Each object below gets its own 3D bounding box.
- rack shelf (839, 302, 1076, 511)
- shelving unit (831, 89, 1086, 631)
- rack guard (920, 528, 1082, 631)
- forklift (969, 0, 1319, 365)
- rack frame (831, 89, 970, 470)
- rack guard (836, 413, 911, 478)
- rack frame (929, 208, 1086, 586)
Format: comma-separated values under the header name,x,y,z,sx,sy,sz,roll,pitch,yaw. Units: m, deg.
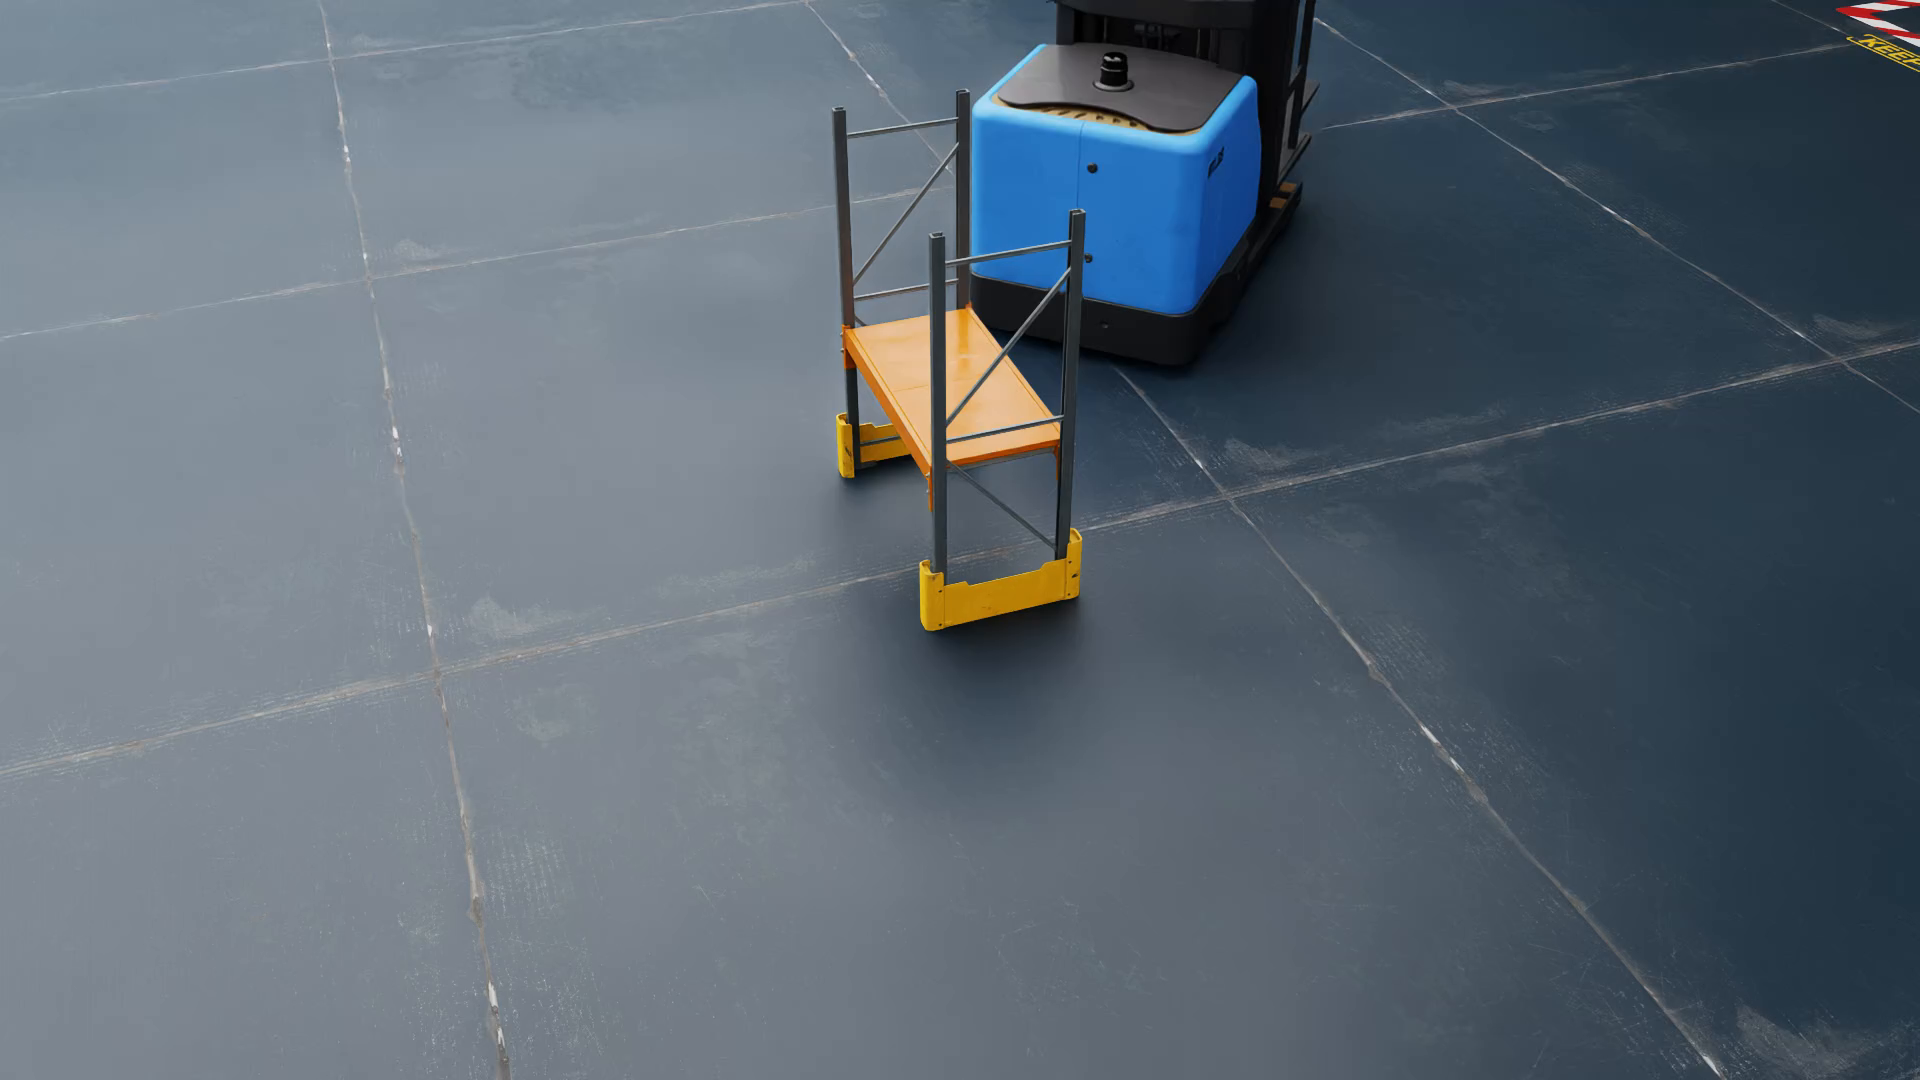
name,x,y,z,sx,sy,sz,roll,pitch,yaw
rack shelf,-0.029,-0.504,5.971,0.538,0.185,1.000,-12,39,-16
shelving unit,-0.026,-0.642,5.856,0.587,1.500,1.083,-12,39,-16
rack guard,0.145,0.138,5.858,0.587,0.250,0.087,-12,39,-16
forklift,1.087,-2.803,7.535,1.130,2.935,3.031,15,39,19
rack frame,-0.204,-0.934,6.244,0.500,1.500,0.032,-12,39,-16
rack guard,-0.198,-0.424,6.605,0.587,0.250,0.087,-12,39,-16
rack frame,0.146,-0.360,5.481,0.500,1.500,0.032,-12,39,-16
